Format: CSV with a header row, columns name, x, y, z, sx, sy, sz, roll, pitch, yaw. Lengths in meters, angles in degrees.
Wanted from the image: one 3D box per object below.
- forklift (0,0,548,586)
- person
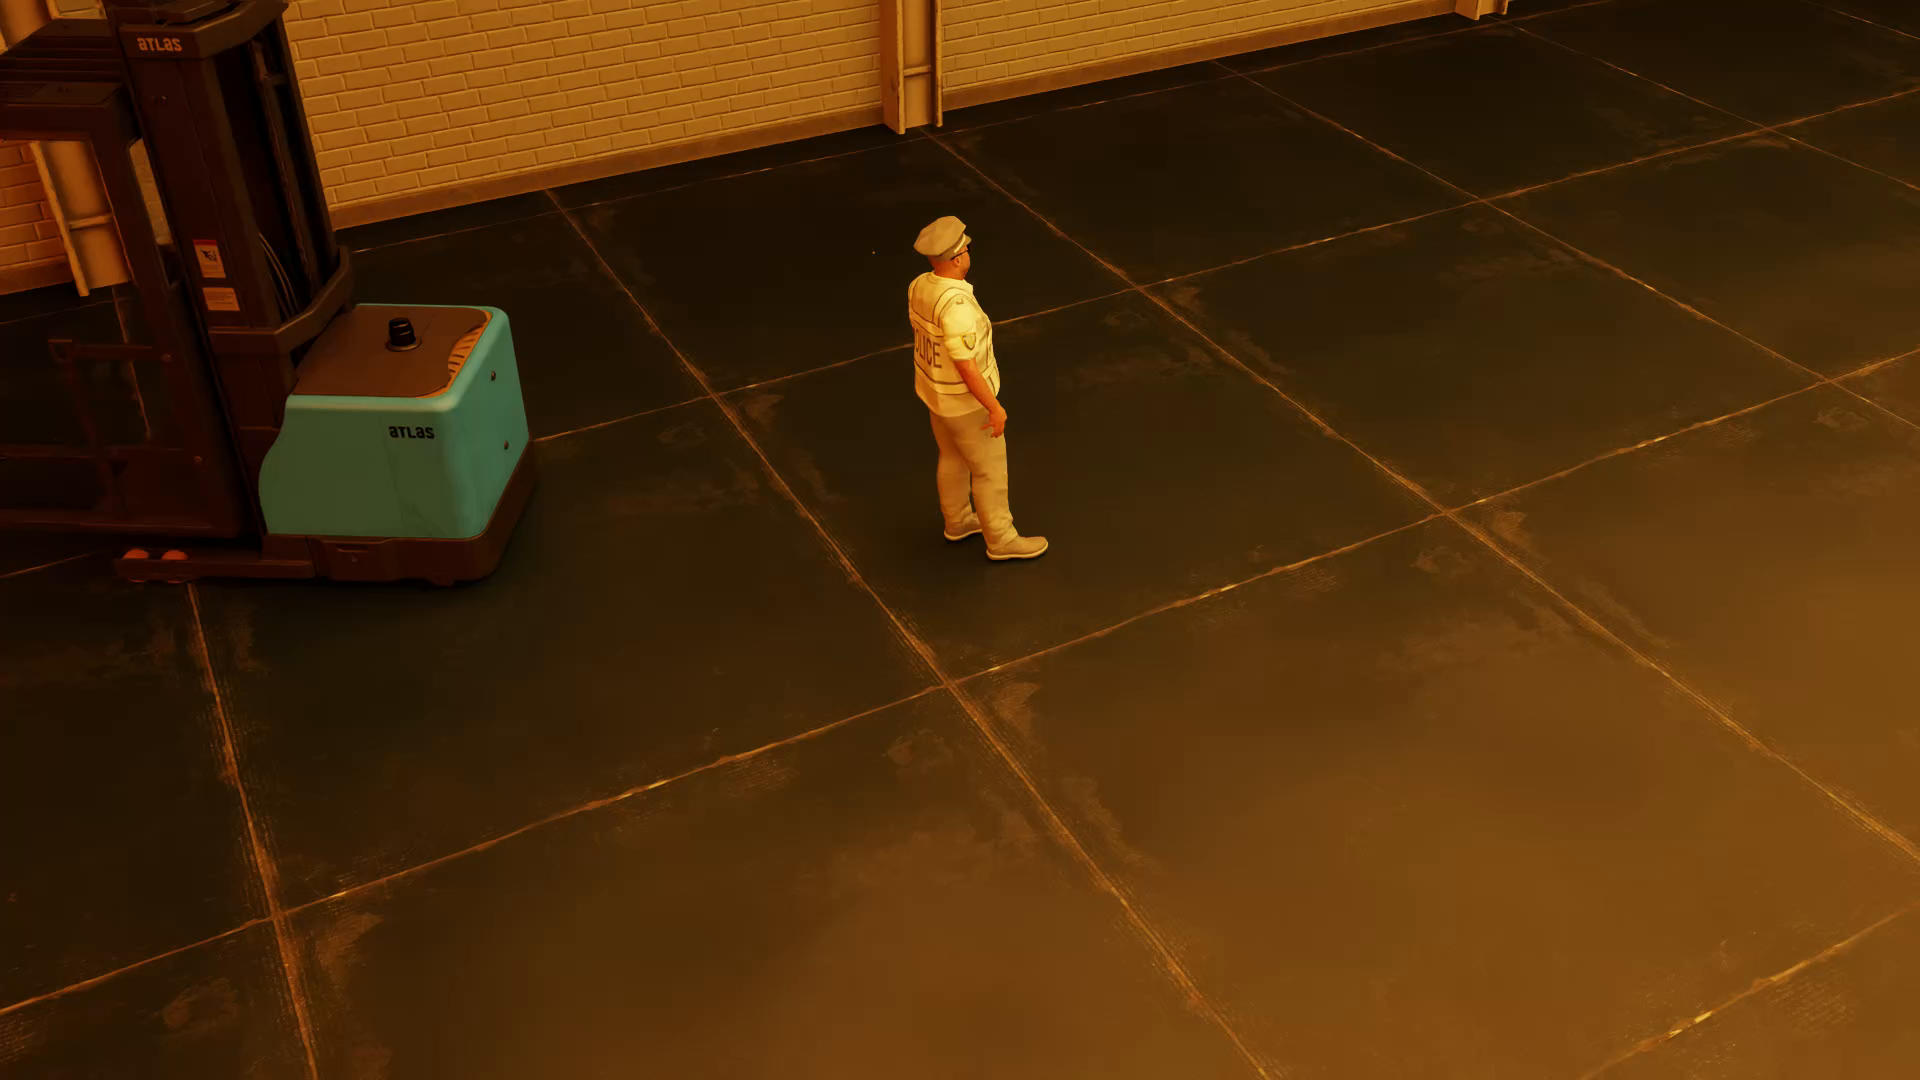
name,x,y,z,sx,sy,sz,roll,pitch,yaw
forklift,-3.773,-1.280,7.933,3.031,2.935,1.130,2,35,2
person,0.074,-0.748,8.165,0.575,1.780,0.640,-17,39,-23
